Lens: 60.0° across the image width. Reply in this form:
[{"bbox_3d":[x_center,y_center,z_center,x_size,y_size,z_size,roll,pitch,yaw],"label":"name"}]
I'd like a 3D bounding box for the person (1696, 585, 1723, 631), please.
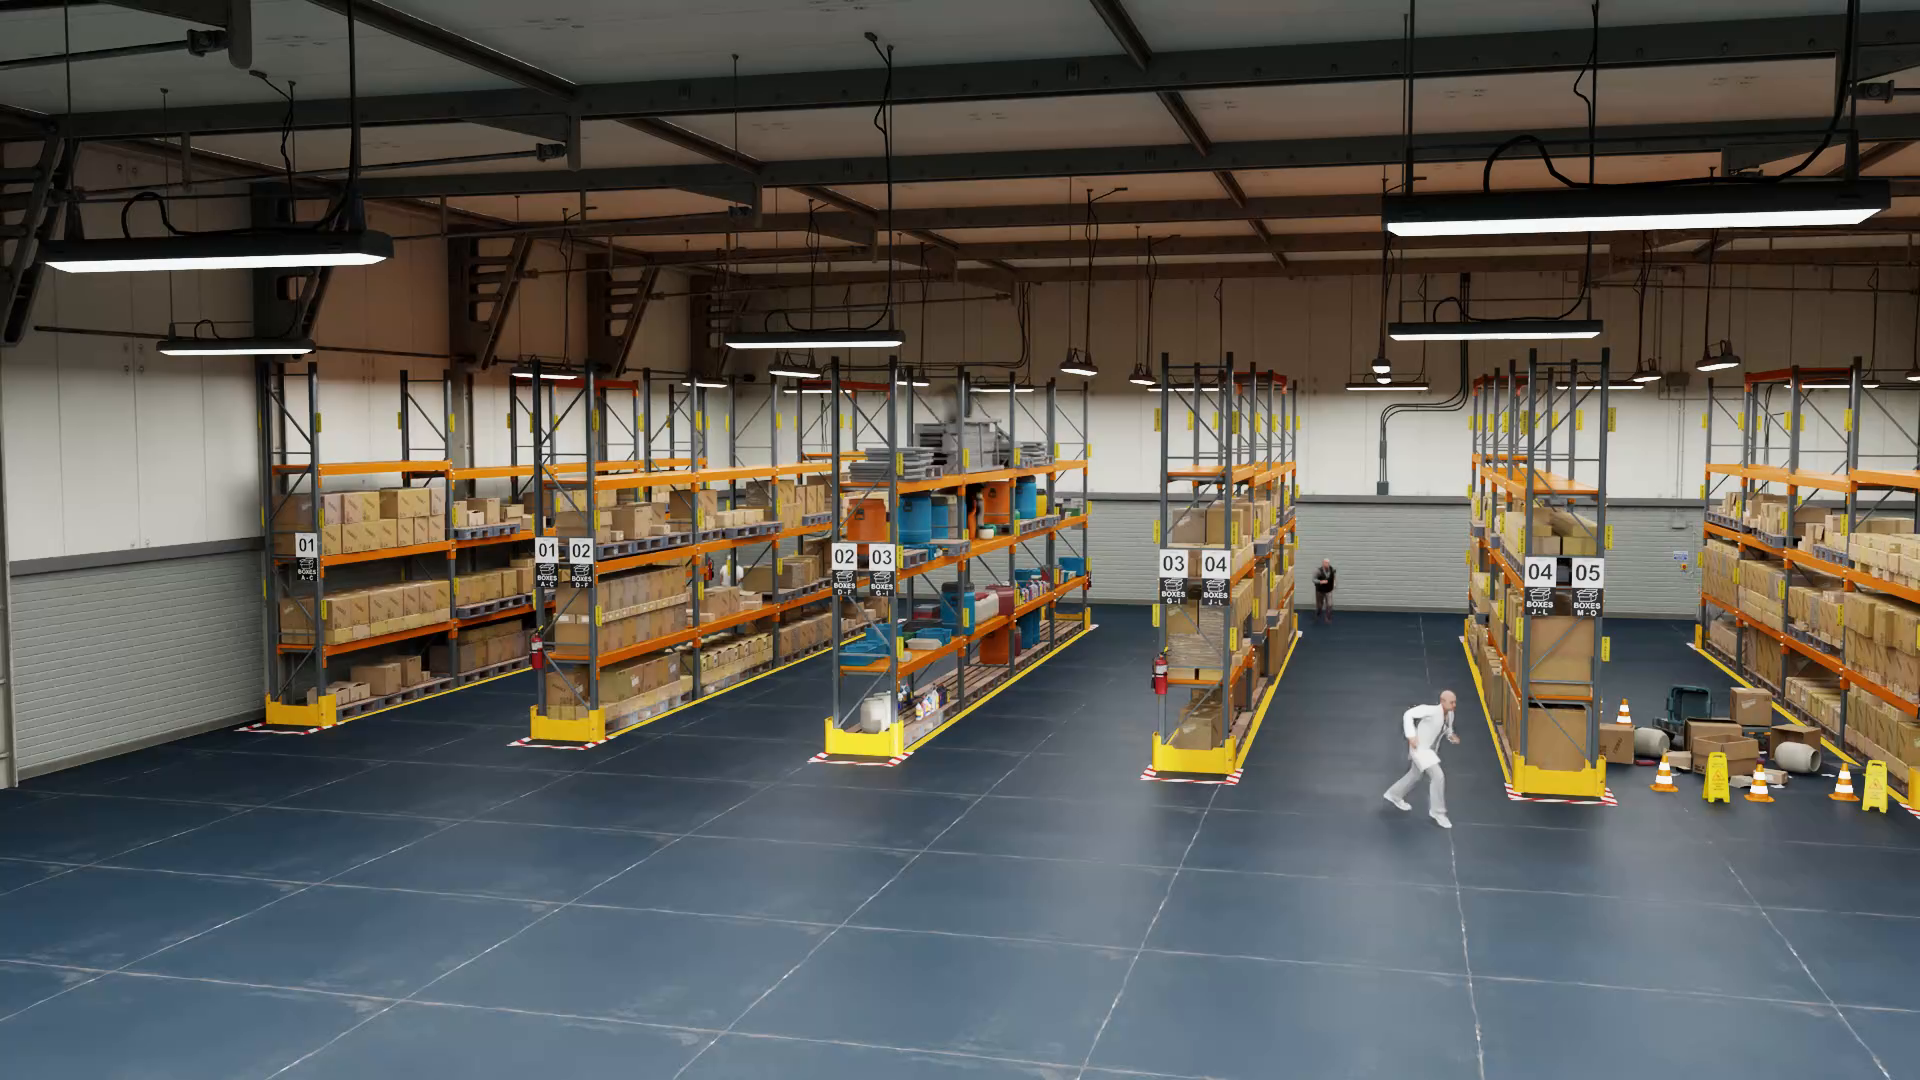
[{"bbox_3d":[17.313,1.439,38.294,0.754,1.835,0.632,0,4,5],"label":"person"}]

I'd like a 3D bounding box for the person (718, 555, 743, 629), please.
[{"bbox_3d":[-5.604,1.253,40.718,0.677,1.827,0.796,0,4,4],"label":"person"}]

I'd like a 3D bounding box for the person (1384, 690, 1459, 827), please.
[{"bbox_3d":[5.783,2.715,20.934,0.753,1.744,1.059,-3,5,-38],"label":"person"}]

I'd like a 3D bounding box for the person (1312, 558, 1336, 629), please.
[{"bbox_3d":[8.926,1.307,40.816,0.688,1.750,0.962,0,4,-6],"label":"person"}]
